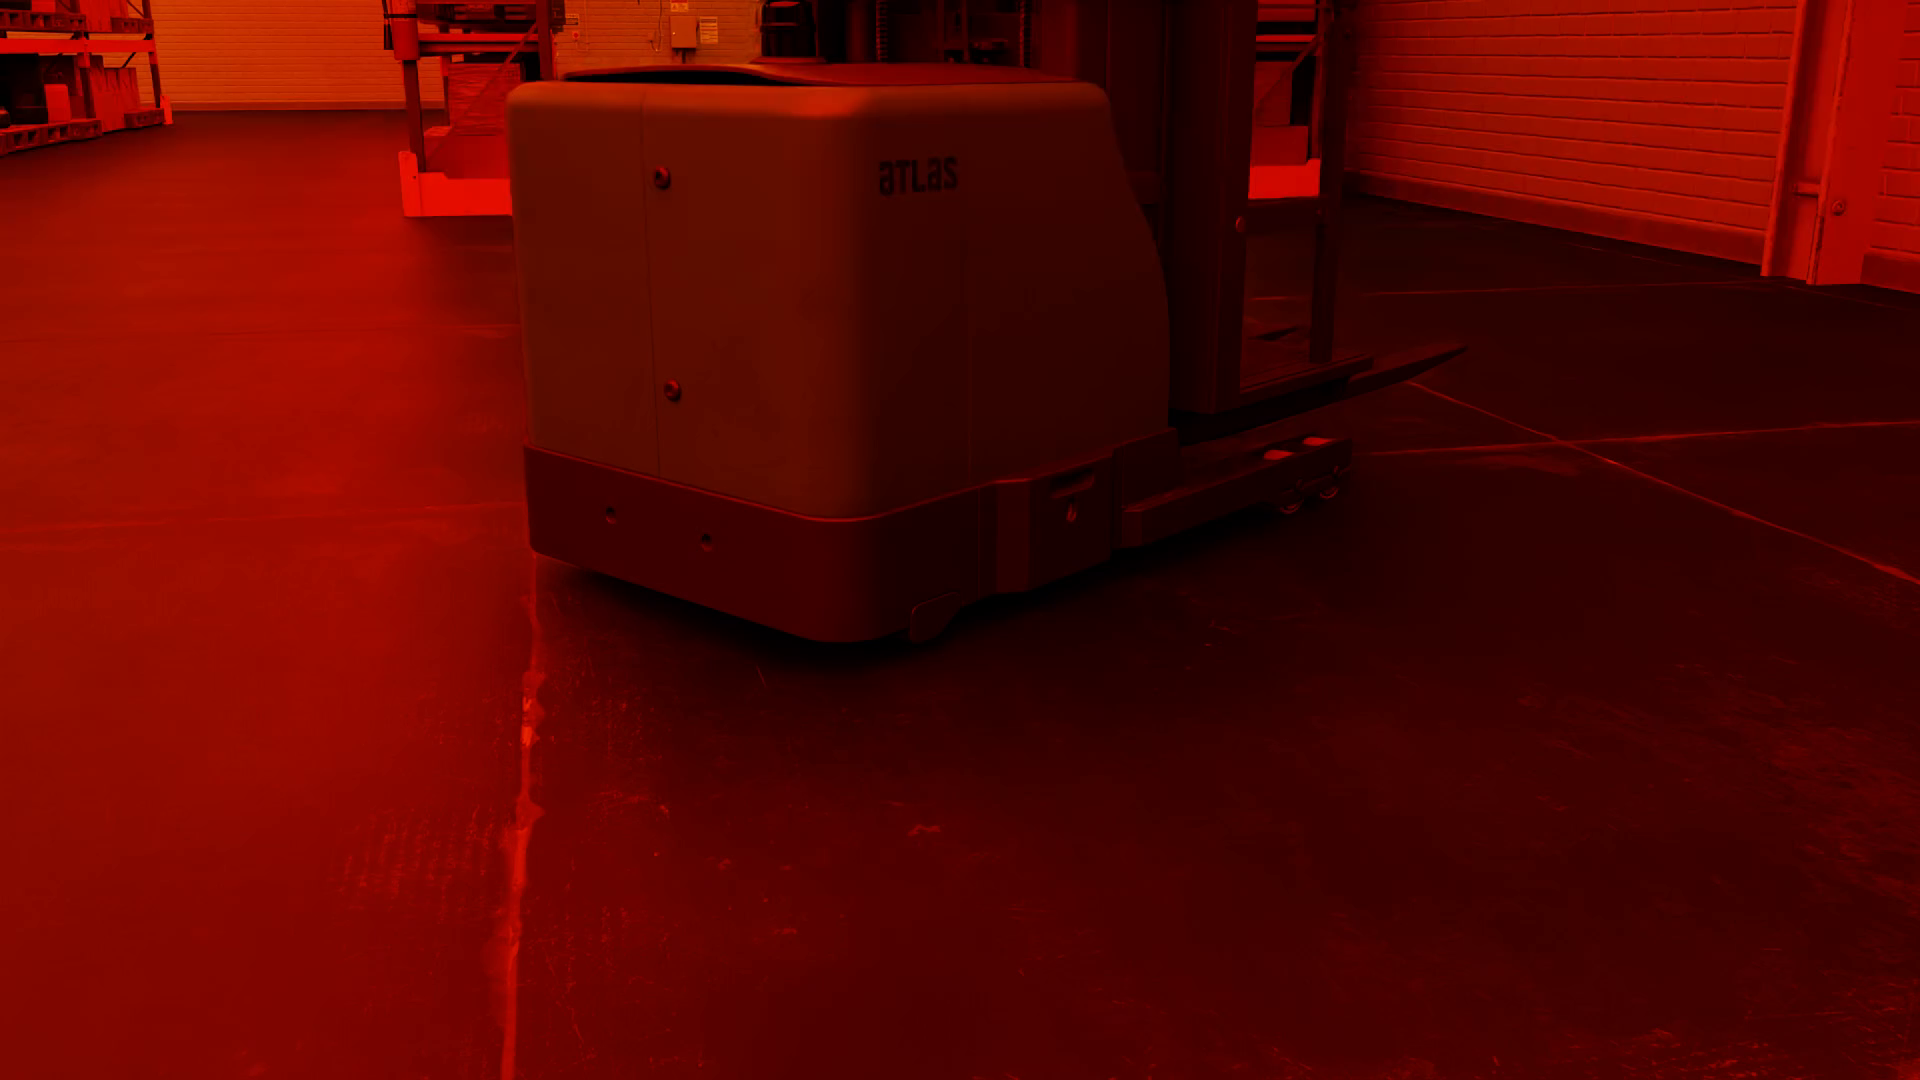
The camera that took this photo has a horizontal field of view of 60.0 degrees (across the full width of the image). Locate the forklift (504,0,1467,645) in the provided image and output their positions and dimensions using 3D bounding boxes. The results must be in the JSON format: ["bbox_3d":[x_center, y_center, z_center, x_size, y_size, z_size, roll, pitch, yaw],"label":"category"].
[{"bbox_3d":[0.383,-1.553,4.096,1.130,2.935,3.031,14,21,39],"label":"forklift"}]
